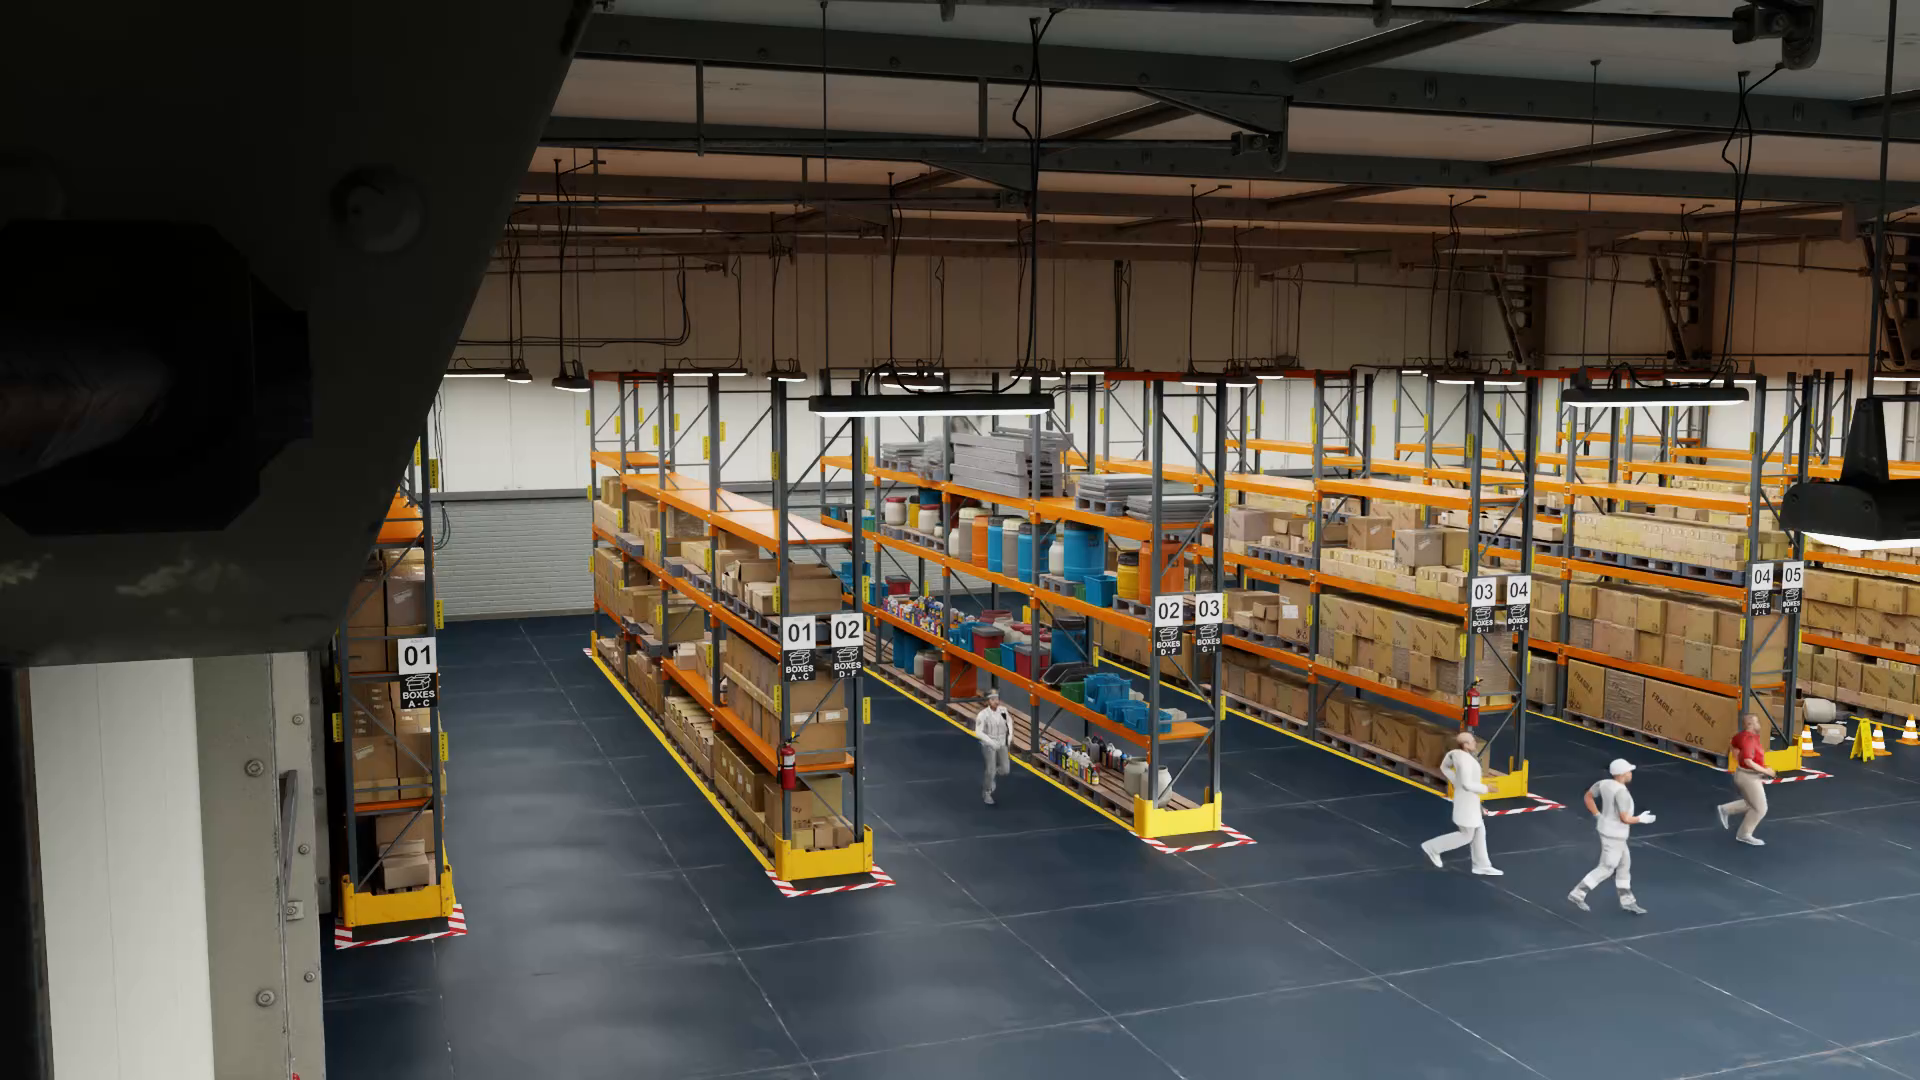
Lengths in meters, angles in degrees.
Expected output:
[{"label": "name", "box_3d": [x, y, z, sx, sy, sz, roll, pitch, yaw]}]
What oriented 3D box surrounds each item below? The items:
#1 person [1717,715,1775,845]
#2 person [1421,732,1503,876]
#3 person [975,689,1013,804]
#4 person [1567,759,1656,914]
[{"label": "person", "box_3d": [10.216, 3.100, 21.590, 0.627, 1.692, 0.697, 2, 7, 15]}, {"label": "person", "box_3d": [6.108, 3.204, 20.167, 0.993, 1.771, 0.710, 1, 6, 7]}, {"label": "person", "box_3d": [0.510, 2.907, 23.439, 0.642, 1.661, 0.592, -3, 7, -22]}, {"label": "person", "box_3d": [7.324, 3.350, 18.728, 0.942, 1.805, 0.622, 0, 6, 3]}]
